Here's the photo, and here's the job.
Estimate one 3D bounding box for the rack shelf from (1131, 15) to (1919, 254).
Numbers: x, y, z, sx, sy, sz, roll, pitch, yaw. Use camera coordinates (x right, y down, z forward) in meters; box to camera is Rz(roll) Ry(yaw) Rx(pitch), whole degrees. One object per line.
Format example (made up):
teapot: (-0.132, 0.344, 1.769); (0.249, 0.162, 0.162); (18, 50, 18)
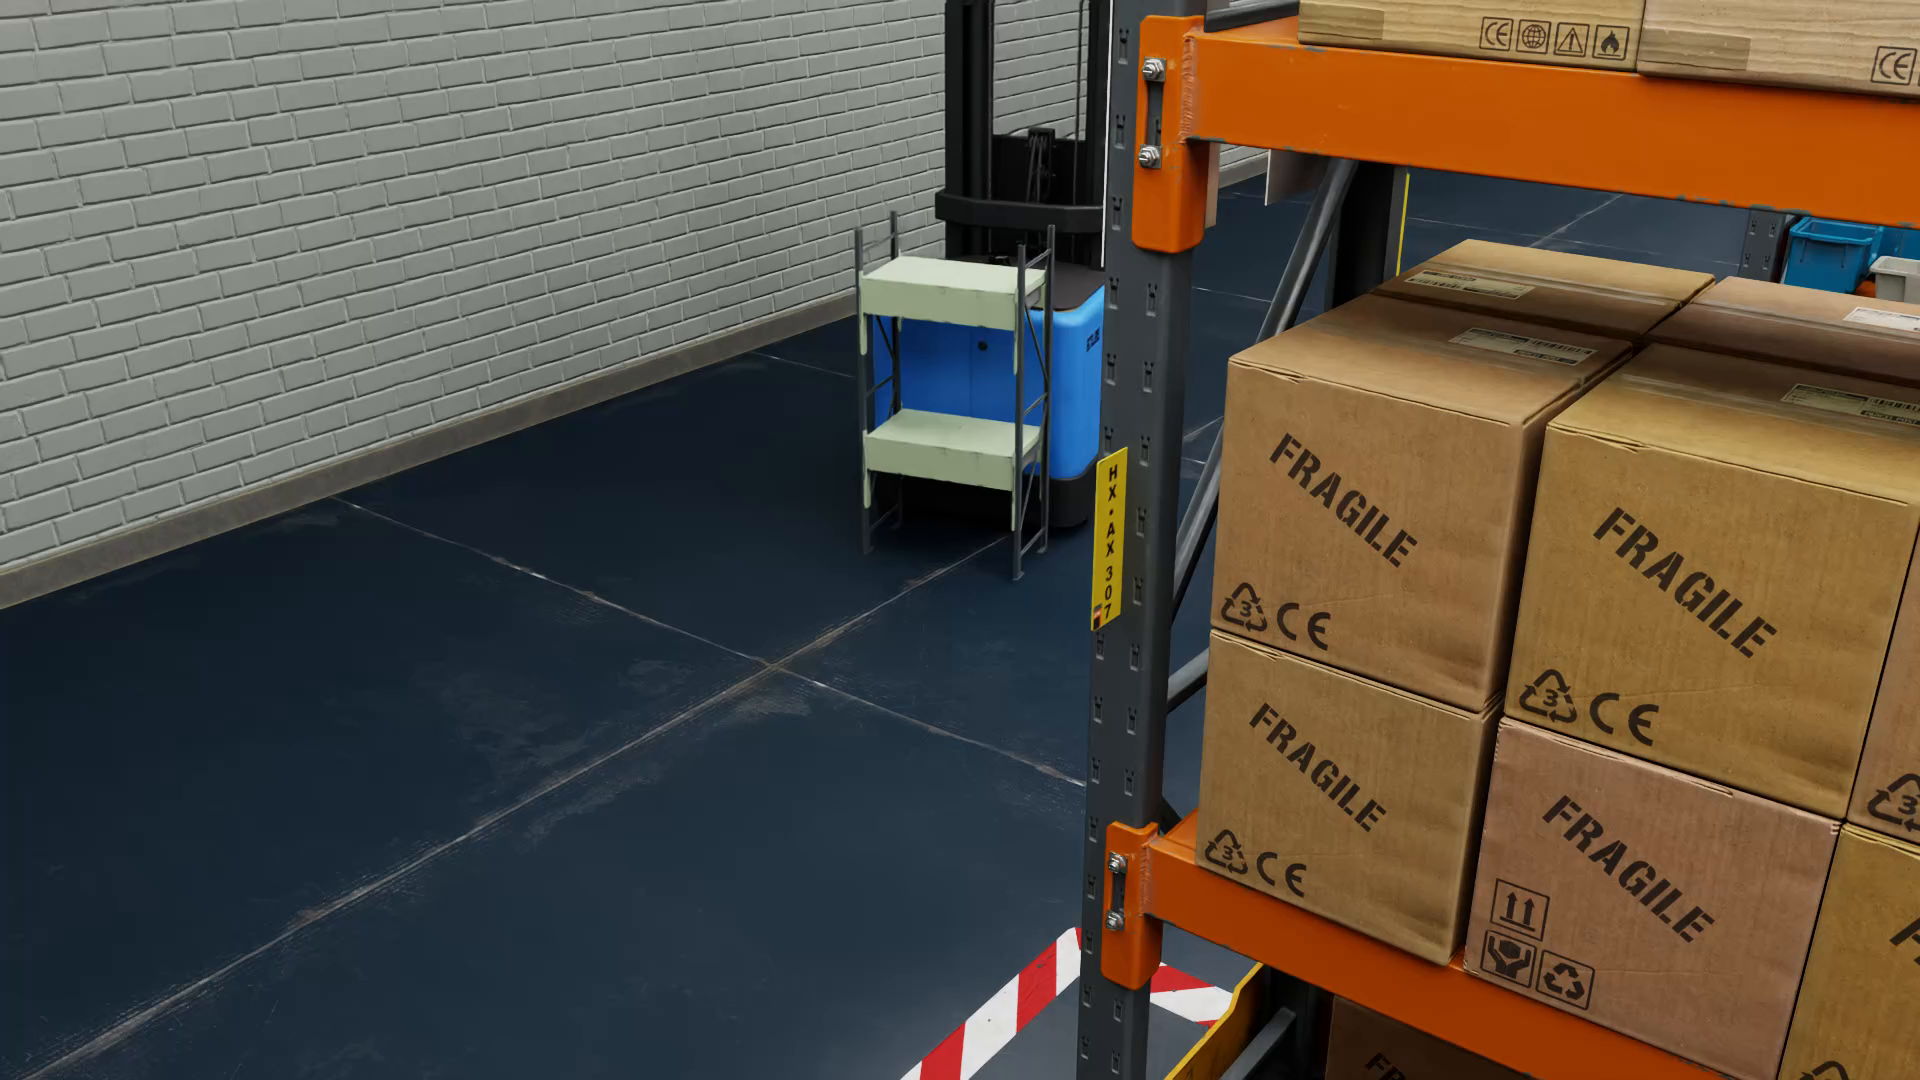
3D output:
rack shelf: (2.192, -0.339, 1.971); (4.000, 0.370, 1.077); (17, 29, 33)

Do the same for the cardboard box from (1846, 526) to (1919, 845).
cardboard box: (1.609, 0.157, 2.310); (0.500, 0.500, 0.500); (17, 29, 34)

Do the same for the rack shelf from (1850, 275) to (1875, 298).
rack shelf: (5.166, -0.563, 6.201); (4.000, 0.370, 1.077); (17, 29, 33)

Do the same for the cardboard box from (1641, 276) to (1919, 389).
cardboard box: (1.518, -0.141, 2.987); (0.500, 0.500, 0.500); (18, 29, 35)

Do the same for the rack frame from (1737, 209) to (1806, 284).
rack frame: (3.566, -1.376, 7.153); (0.127, 3.000, 1.000); (17, 29, 33)

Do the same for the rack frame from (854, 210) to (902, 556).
rack frame: (-0.360, -0.690, 7.456); (0.023, 1.500, 0.400); (9, 25, 20)

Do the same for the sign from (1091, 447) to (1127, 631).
sign: (0.267, 0.000, 2.956); (0.005, 0.325, 0.100); (17, 29, 33)

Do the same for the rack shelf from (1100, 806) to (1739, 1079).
rack shelf: (2.192, 1.034, 2.575); (4.000, 0.370, 1.077); (17, 29, 33)

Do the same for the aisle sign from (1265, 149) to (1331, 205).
aisle sign: (0.721, -1.084, 3.266); (0.004, 0.787, 0.394); (17, 29, 33)

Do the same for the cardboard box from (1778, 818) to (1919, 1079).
cardboard box: (1.605, 0.613, 2.514); (0.500, 0.500, 0.500); (17, 29, 33)

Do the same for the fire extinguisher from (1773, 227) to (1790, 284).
fire extinguisher: (3.718, -1.353, 7.660); (0.183, 0.674, 0.296); (17, 29, 33)

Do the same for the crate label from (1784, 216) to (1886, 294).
crate label: (3.566, -1.161, 6.798); (0.303, 0.233, 0.416); (17, 29, 33)

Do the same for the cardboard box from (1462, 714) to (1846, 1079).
cardboard box: (1.205, 0.491, 2.792); (0.500, 0.500, 0.500); (16, 29, 33)

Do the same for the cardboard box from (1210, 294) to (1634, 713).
cardboard box: (0.789, -0.090, 2.870); (0.500, 0.500, 0.500); (18, 29, 35)

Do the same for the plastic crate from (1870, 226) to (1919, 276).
plastic crate: (3.946, -1.399, 7.087); (0.499, 0.435, 0.616); (17, 29, 33)

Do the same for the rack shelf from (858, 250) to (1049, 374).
rack shelf: (-0.020, -0.992, 7.173); (0.720, 0.370, 0.431); (9, 25, 20)

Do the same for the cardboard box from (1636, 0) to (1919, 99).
cardboard box: (1.243, -0.752, 2.202); (0.500, 0.250, 0.500); (17, 29, 33)

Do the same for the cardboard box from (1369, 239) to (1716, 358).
cardboard box: (1.113, -0.263, 3.263); (0.500, 0.500, 0.500); (17, 29, 33)

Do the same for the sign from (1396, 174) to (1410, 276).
sign: (0.941, -0.628, 3.626); (0.005, 0.325, 0.100); (17, 29, 33)

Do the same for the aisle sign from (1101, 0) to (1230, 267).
aisle sign: (0.361, -0.890, 2.826); (0.004, 0.787, 0.394); (17, 29, 33)

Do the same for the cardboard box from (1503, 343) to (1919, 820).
cardboard box: (1.212, 0.034, 2.588); (0.500, 0.500, 0.500); (17, 29, 34)

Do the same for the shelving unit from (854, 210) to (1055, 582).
shelving unit: (-0.020, -0.635, 7.330); (0.755, 1.500, 0.431); (9, 25, 20)

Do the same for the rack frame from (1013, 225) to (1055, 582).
rack frame: (0.319, -0.579, 7.205); (0.023, 1.500, 0.400); (9, 25, 20)

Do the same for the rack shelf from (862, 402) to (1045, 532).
rack shelf: (-0.020, -0.336, 7.462); (0.720, 0.370, 0.431); (9, 25, 20)

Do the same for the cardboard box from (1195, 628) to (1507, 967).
cardboard box: (0.789, 0.368, 3.071); (0.500, 0.500, 0.500); (18, 29, 34)

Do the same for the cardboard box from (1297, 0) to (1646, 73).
cardboard box: (0.851, -0.877, 2.485); (0.500, 0.250, 0.500); (17, 29, 33)

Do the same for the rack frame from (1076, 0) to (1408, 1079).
rack frame: (0.592, 0.221, 3.528); (0.127, 3.000, 1.000); (17, 29, 33)

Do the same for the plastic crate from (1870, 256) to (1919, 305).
plastic crate: (3.773, -1.013, 6.581); (0.298, 0.136, 0.250); (17, 29, 33)

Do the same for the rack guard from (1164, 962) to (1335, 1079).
rack guard: (0.653, 1.383, 3.990); (0.348, 0.500, 1.175); (17, 29, 33)

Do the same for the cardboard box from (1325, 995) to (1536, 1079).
cardboard box: (1.175, 1.216, 3.825); (0.500, 0.500, 0.500); (17, 29, 33)

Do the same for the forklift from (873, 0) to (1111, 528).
forklift: (0.557, -1.966, 8.577); (1.130, 2.935, 3.031); (8, 25, 18)
